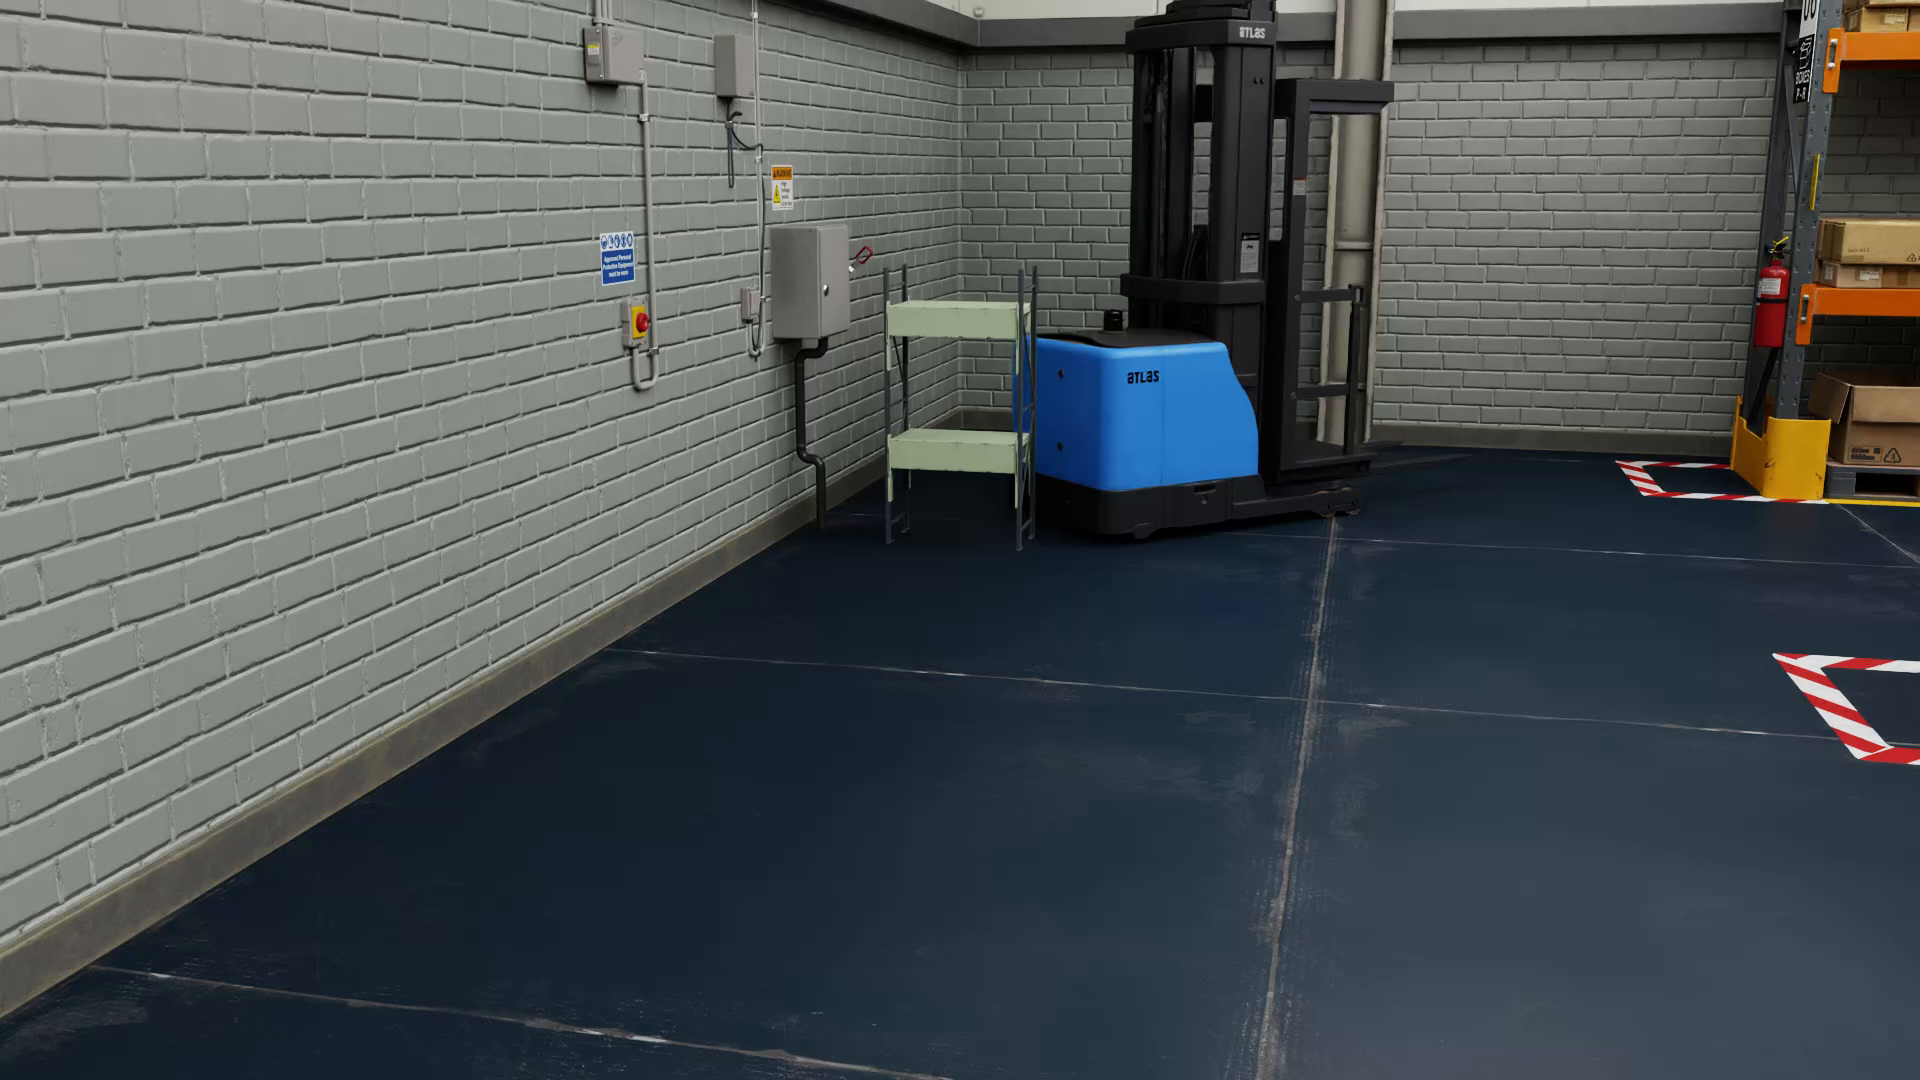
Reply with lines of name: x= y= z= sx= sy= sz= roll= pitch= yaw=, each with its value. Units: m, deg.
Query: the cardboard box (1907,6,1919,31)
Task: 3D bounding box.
cardboard box: x=5.782 y=-3.110 z=9.982 sx=0.250 sy=0.149 sz=0.380 roll=3 pitch=13 yaw=15

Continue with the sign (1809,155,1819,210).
sign: x=5.138 y=-2.150 z=10.003 sx=0.005 sy=0.325 sz=0.100 roll=3 pitch=13 yaw=14

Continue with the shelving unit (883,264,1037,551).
shelving unit: x=0.006 y=-0.732 z=9.070 sx=0.755 sy=1.500 sz=0.431 roll=3 pitch=13 yaw=14

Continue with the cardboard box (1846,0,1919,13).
cardboard box: x=5.633 y=-3.298 z=9.907 sx=0.500 sy=0.250 sz=0.500 roll=3 pitch=13 yaw=13

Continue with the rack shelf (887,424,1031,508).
rack shelf: x=0.006 y=-0.414 z=9.140 sx=0.720 sy=0.370 sz=0.431 roll=3 pitch=13 yaw=14

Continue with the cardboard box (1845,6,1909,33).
cardboard box: x=5.521 y=-3.118 z=10.018 sx=0.250 sy=0.149 sz=0.380 roll=3 pitch=13 yaw=15

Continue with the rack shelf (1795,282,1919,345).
rack shelf: x=7.209 y=-1.387 z=10.221 sx=4.000 sy=0.370 sz=1.077 roll=3 pitch=13 yaw=14

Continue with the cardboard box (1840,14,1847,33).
cardboard box: x=5.633 y=-3.216 z=10.457 sx=0.250 sy=0.149 sz=0.380 roll=3 pitch=13 yaw=15

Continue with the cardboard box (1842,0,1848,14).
cardboard box: x=5.764 y=-3.413 z=10.424 sx=0.500 sy=0.250 sz=0.500 roll=3 pitch=13 yaw=13

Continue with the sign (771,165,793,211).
sign: x=-0.968 y=-1.922 z=9.065 sx=0.001 sy=0.242 sz=0.339 roll=3 pitch=13 yaw=14

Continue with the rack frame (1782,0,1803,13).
rack frame: x=5.267 y=-4.771 z=9.961 sx=0.127 sy=3.000 sz=1.000 roll=3 pitch=13 yaw=14

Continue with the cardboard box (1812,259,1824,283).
cardboard box: x=5.653 y=-1.759 z=10.815 sx=0.250 sy=0.149 sz=0.380 roll=3 pitch=13 yaw=13

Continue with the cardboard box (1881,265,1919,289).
cardboard box: x=5.779 y=-1.641 z=10.285 sx=0.250 sy=0.149 sz=0.380 roll=3 pitch=13 yaw=15

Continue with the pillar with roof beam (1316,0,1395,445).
pillar with roof beam: x=1.834 y=-4.195 z=7.366 sx=0.400 sy=9.000 sz=9.100 roll=3 pitch=13 yaw=14

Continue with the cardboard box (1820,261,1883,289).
cardboard box: x=5.521 y=-1.645 z=10.301 sx=0.250 sy=0.149 sz=0.380 roll=3 pitch=13 yaw=13

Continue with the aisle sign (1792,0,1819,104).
aisle sign: x=5.131 y=-3.053 z=10.067 sx=0.004 sy=0.787 sz=0.394 roll=3 pitch=13 yaw=14

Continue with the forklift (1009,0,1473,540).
forklift: x=1.819 y=-1.647 z=9.891 sx=3.031 sy=2.935 sz=1.130 roll=-7 pitch=15 yaw=-30

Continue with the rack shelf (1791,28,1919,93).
rack shelf: x=7.209 y=-2.851 z=9.896 sx=4.000 sy=0.370 sz=1.077 roll=3 pitch=13 yaw=14

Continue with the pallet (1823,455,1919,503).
pallet: x=6.115 y=-0.435 z=10.709 sx=1.213 sy=0.211 sz=1.003 roll=3 pitch=13 yaw=14

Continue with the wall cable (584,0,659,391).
wall cable: x=-1.398 y=-1.597 z=7.088 sx=0.123 sy=1.953 sz=0.585 roll=3 pitch=13 yaw=14

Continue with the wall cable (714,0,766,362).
wall cable: x=-1.070 y=-1.881 z=8.439 sx=0.122 sy=1.984 sz=0.588 roll=3 pitch=13 yaw=14

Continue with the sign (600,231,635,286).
sign: x=-1.469 y=-1.211 z=7.141 sx=0.001 sy=0.218 sz=0.327 roll=3 pitch=13 yaw=14

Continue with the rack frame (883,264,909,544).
rack frame: x=-0.349 y=-0.751 z=9.155 sx=0.023 sy=1.500 sz=0.400 roll=3 pitch=13 yaw=14

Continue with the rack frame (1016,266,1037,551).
rack frame: x=0.362 y=-0.713 z=8.984 sx=0.023 sy=1.500 sz=0.400 roll=3 pitch=13 yaw=14

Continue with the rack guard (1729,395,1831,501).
rack guard: x=5.341 y=-0.618 z=10.864 sx=0.348 sy=0.500 sz=1.175 roll=3 pitch=13 yaw=14

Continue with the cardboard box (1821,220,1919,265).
cardboard box: x=5.643 y=-1.834 z=10.233 sx=0.500 sy=0.250 sz=0.500 roll=3 pitch=13 yaw=14

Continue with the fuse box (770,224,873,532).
fuse box: x=-0.753 y=-0.891 z=9.298 sx=0.414 sy=1.711 sz=0.539 roll=3 pitch=13 yaw=14

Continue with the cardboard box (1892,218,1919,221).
cardboard box: x=6.278 y=-1.919 z=10.617 sx=0.500 sy=0.250 sz=0.500 roll=3 pitch=13 yaw=14

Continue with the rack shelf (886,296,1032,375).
rack shelf: x=0.006 y=-1.113 z=8.985 sx=0.720 sy=0.370 sz=0.431 roll=3 pitch=13 yaw=14

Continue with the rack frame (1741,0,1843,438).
rack frame: x=5.267 y=-1.842 z=10.611 sx=0.127 sy=3.000 sz=1.000 roll=3 pitch=13 yaw=14

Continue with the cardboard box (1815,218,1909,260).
cardboard box: x=5.778 y=-1.946 z=10.739 sx=0.500 sy=0.250 sz=0.500 roll=3 pitch=13 yaw=15

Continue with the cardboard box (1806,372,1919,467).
cardboard box: x=5.838 y=-0.777 z=10.603 sx=0.637 sy=0.503 sz=0.797 roll=3 pitch=13 yaw=11

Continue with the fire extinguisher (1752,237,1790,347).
fire extinguisher: x=5.014 y=-1.533 z=10.256 sx=0.183 sy=0.674 sz=0.296 roll=3 pitch=13 yaw=14
